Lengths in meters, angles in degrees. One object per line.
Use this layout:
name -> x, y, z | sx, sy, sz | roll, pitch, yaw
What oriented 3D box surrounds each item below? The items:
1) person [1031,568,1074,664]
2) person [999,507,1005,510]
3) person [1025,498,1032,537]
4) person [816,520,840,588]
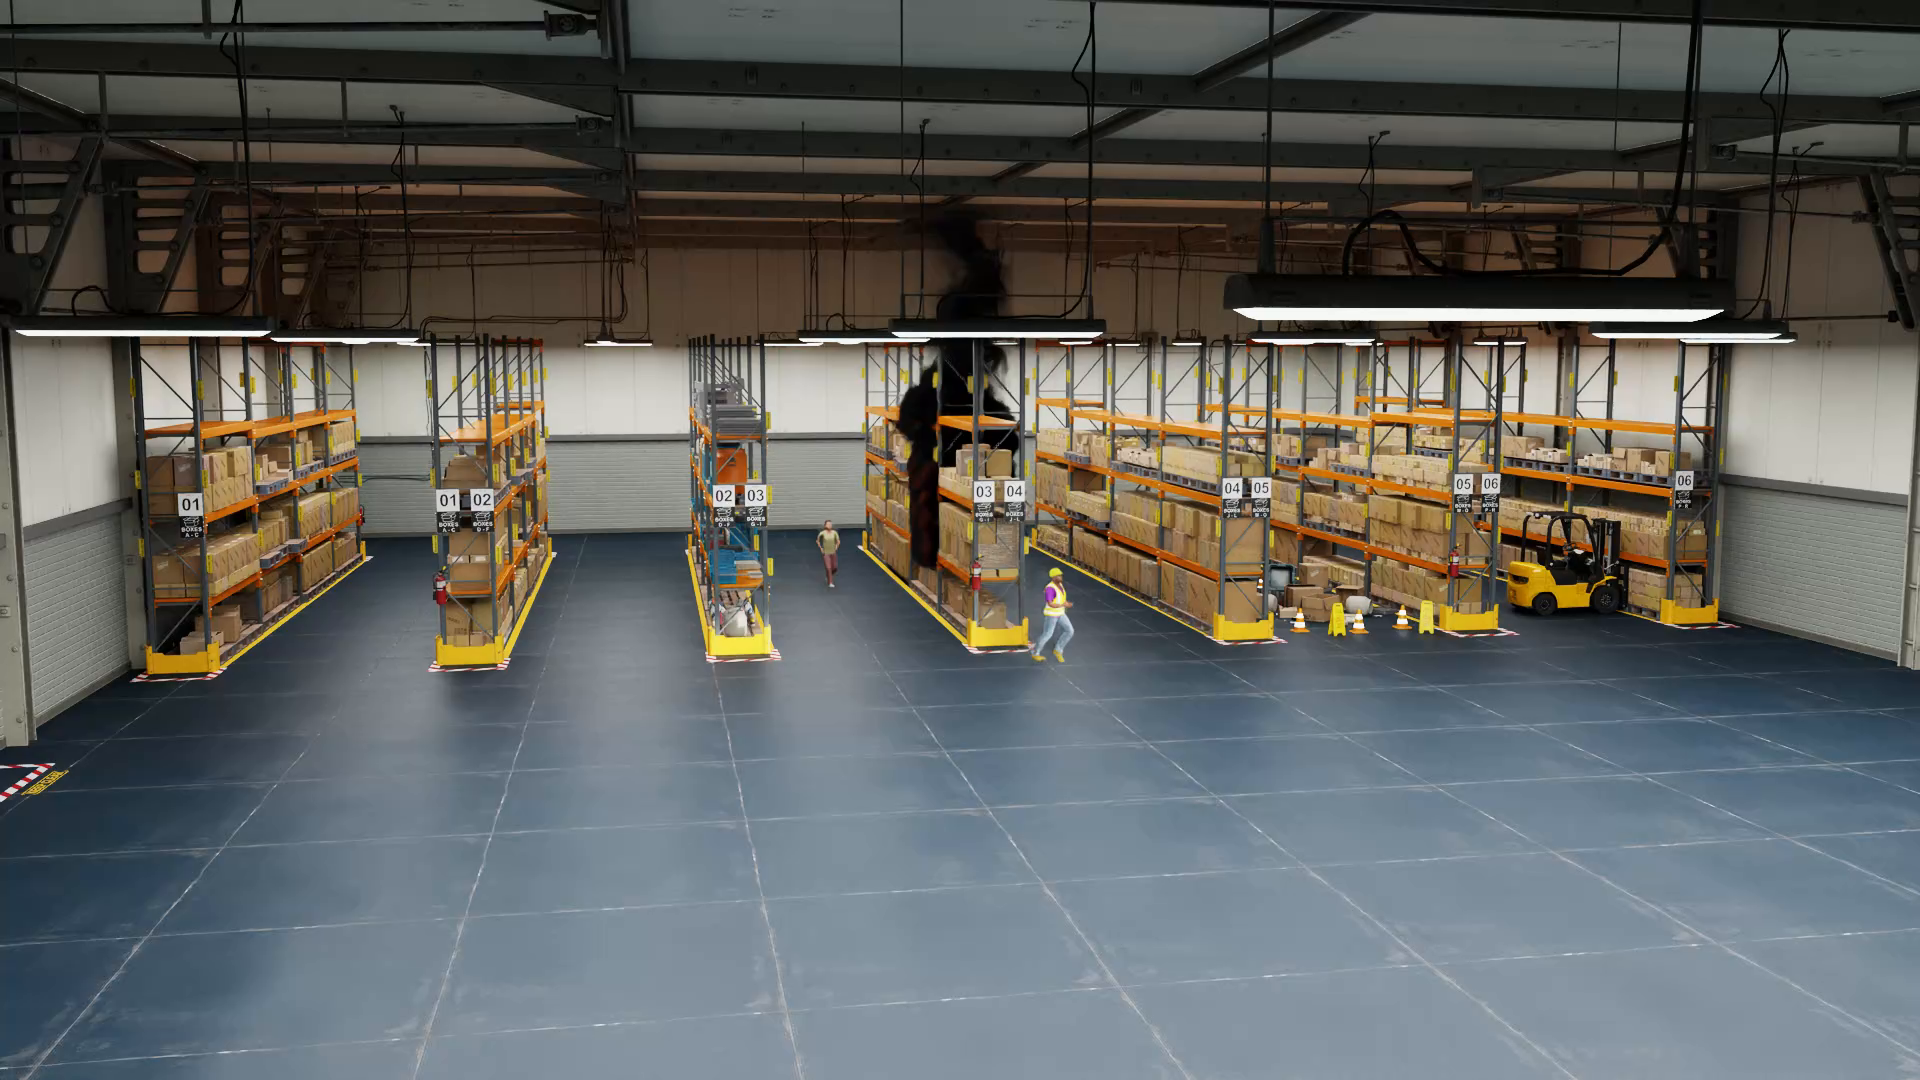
person -> 1.735, 1.379, 30.315 | 0.862, 1.767, 0.717 | 4, 8, 32
person -> 1.316, -0.427, 46.298 | 0.552, 1.744, 0.807 | -1, 7, -11
person -> 1.778, -0.689, 49.341 | 0.767, 1.602, 0.570 | -4, 8, -30
person -> -3.176, 0.322, 40.129 | 0.572, 1.621, 0.604 | -2, 7, -17
